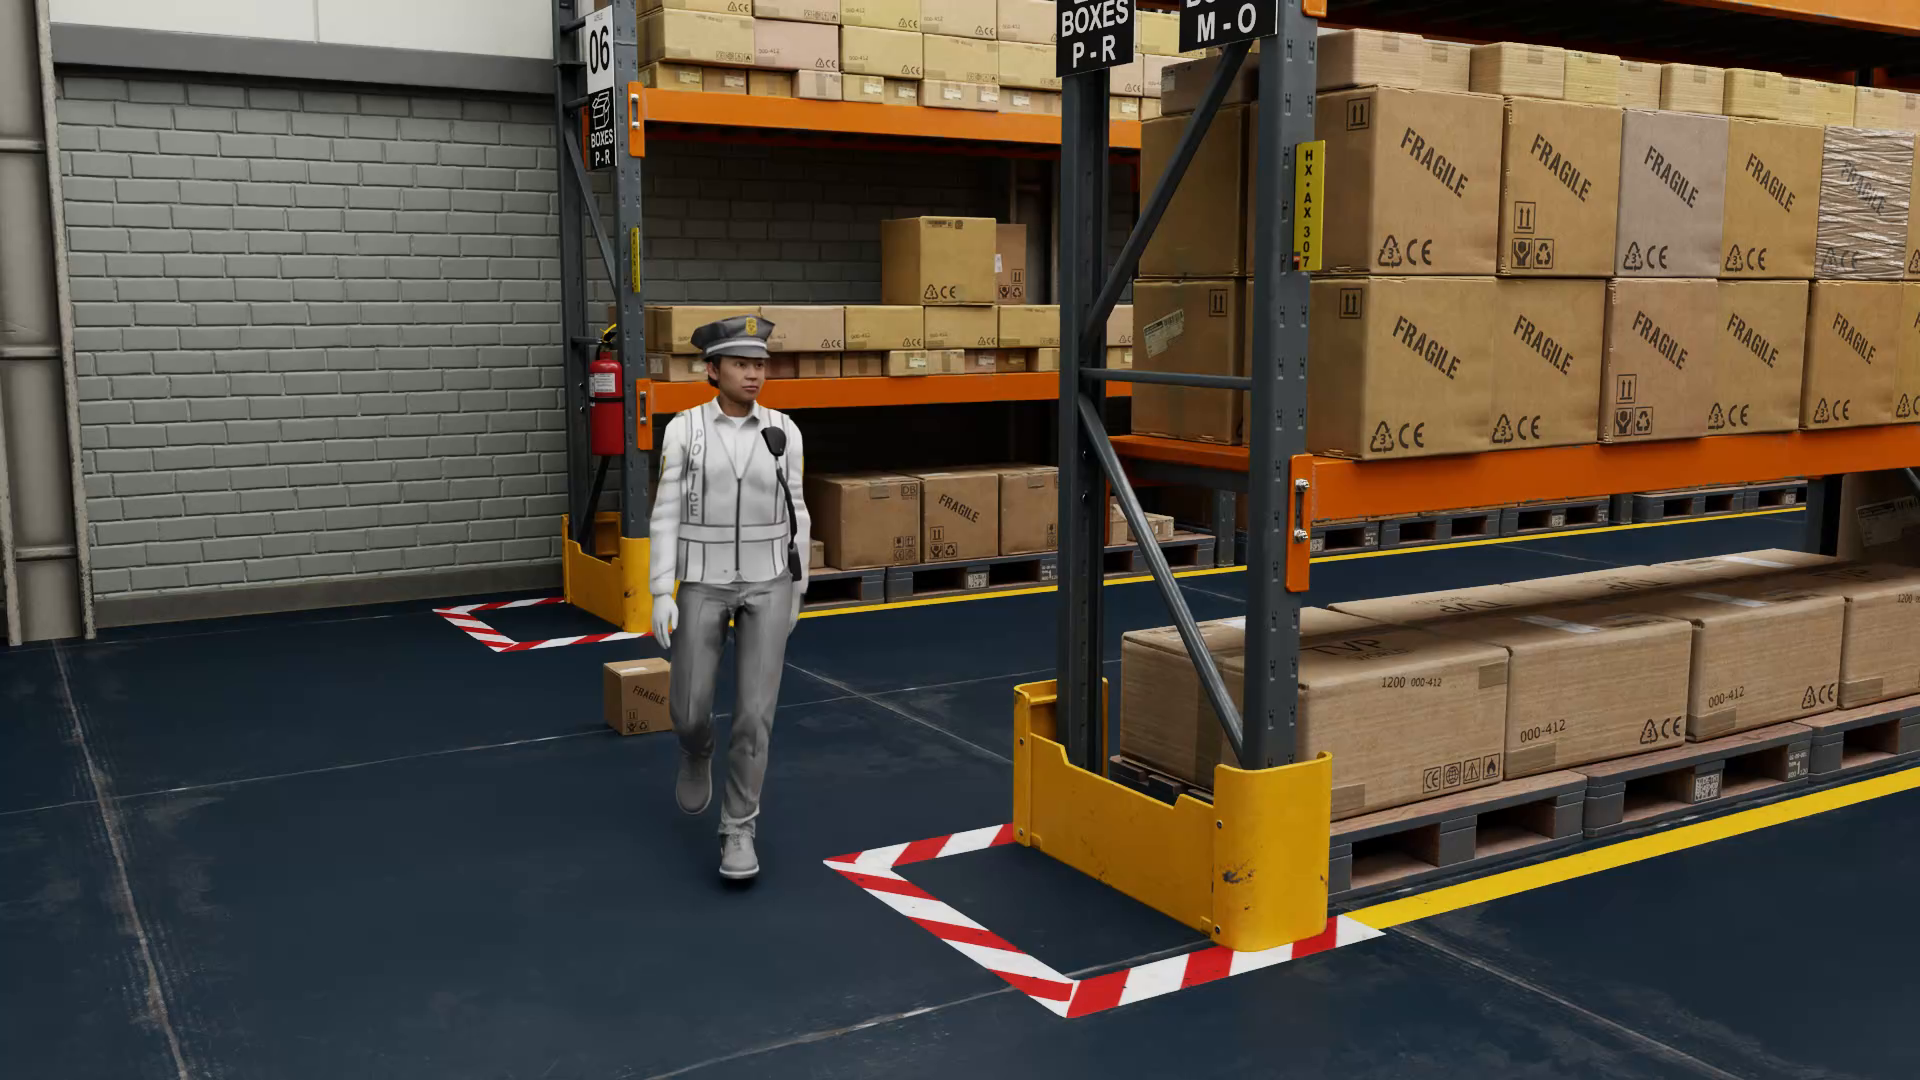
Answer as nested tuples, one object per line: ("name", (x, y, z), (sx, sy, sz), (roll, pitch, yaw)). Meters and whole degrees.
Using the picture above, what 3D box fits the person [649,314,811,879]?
("person", (-0.703, 0.145, 5.115), (0.506, 1.666, 0.656), (-2, 8, -12))
